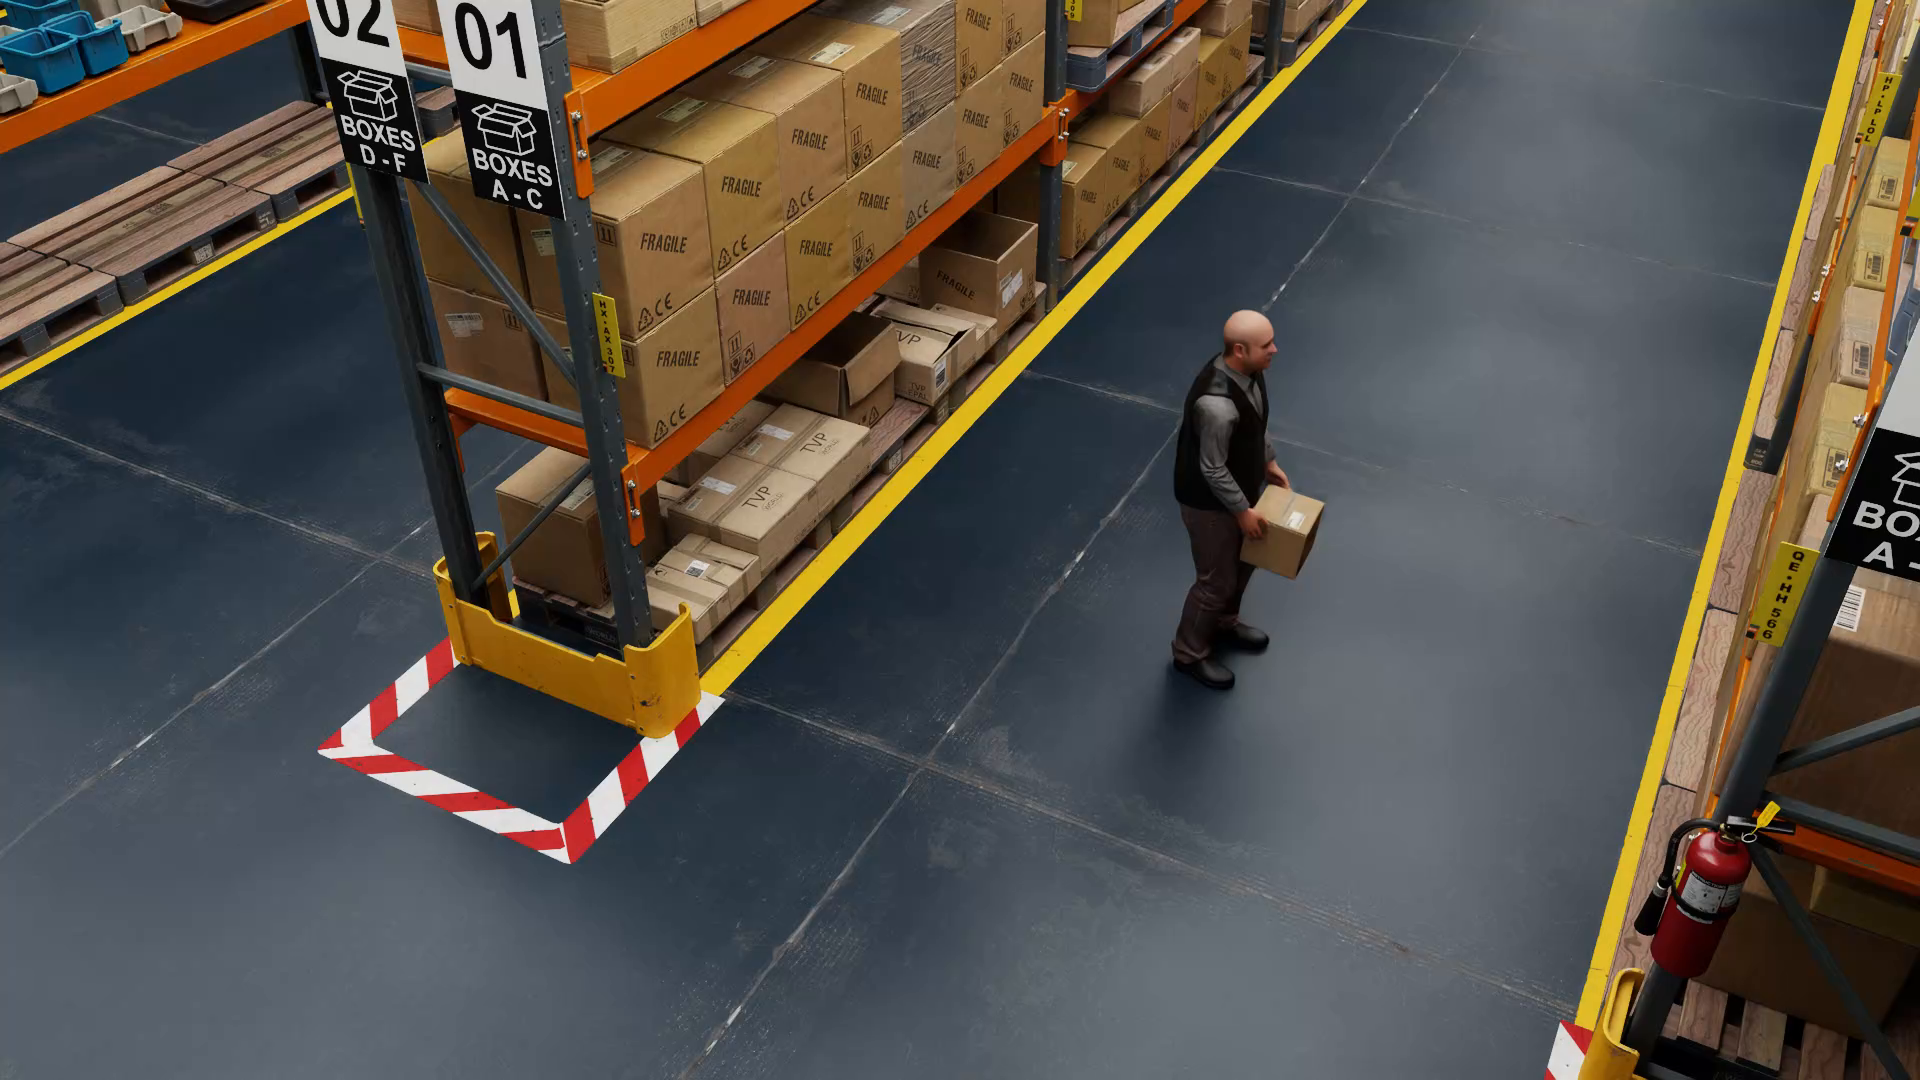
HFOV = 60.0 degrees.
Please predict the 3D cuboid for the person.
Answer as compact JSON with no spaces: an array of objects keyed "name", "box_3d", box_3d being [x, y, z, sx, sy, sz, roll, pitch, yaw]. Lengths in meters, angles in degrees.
[{"name":"person","box_3d":[1.137,-0.197,7.019,0.469,1.727,0.548,17,41,21]}]
